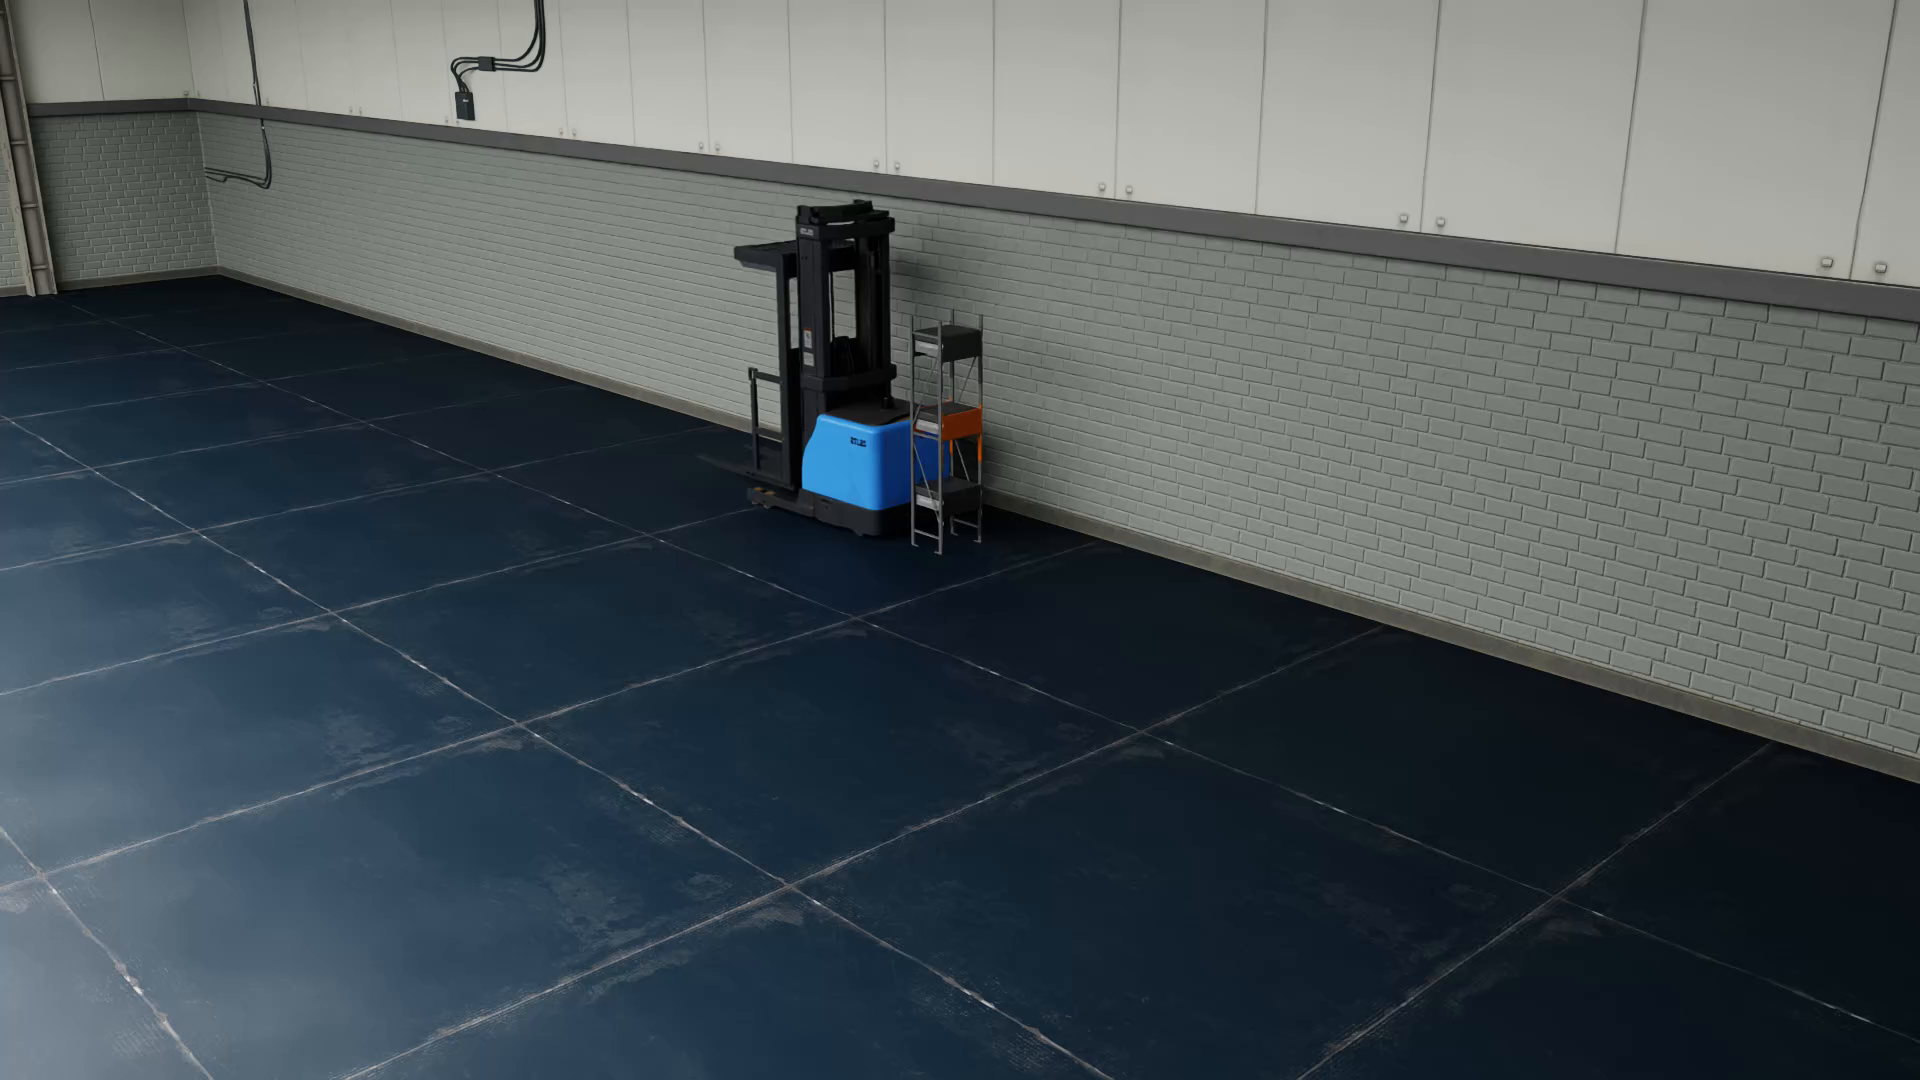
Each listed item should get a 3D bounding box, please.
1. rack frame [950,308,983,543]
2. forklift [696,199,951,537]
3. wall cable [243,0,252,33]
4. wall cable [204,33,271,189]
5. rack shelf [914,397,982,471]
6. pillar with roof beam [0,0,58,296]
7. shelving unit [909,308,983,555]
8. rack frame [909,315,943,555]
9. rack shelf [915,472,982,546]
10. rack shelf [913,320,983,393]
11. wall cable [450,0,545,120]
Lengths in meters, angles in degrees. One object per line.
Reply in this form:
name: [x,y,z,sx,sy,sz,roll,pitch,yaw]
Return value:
rack frame: [0.057,-1.015,14.977,0.015,2.100,0.400,-16,24,-41]
forklift: [-1.444,-1.797,16.039,1.130,2.935,3.031,-17,24,-41]
wall cable: [-10.577,-9.081,25.513,0.112,2.526,3.097,-16,24,-41]
wall cable: [-12.436,-7.285,28.162,0.112,2.526,3.097,-16,24,-41]
rack shelf: [-0.120,-0.951,14.822,0.480,0.518,0.431,-16,24,-41]
pillar with roof beam: [-12.528,-7.469,23.696,0.400,9.000,9.100,-16,24,-41]
shelving unit: [-0.120,-0.964,14.818,0.503,2.100,0.431,-16,24,-41]
rack frame: [-0.298,-0.912,14.659,0.015,2.100,0.400,-16,24,-41]
rack shelf: [-0.120,-0.285,15.038,0.480,0.518,0.431,-16,24,-41]
rack shelf: [-0.120,-1.617,14.606,0.480,0.518,0.431,-16,24,-41]
wall cable: [-5.925,-8.249,20.586,0.169,6.003,2.305,-16,24,-41]
